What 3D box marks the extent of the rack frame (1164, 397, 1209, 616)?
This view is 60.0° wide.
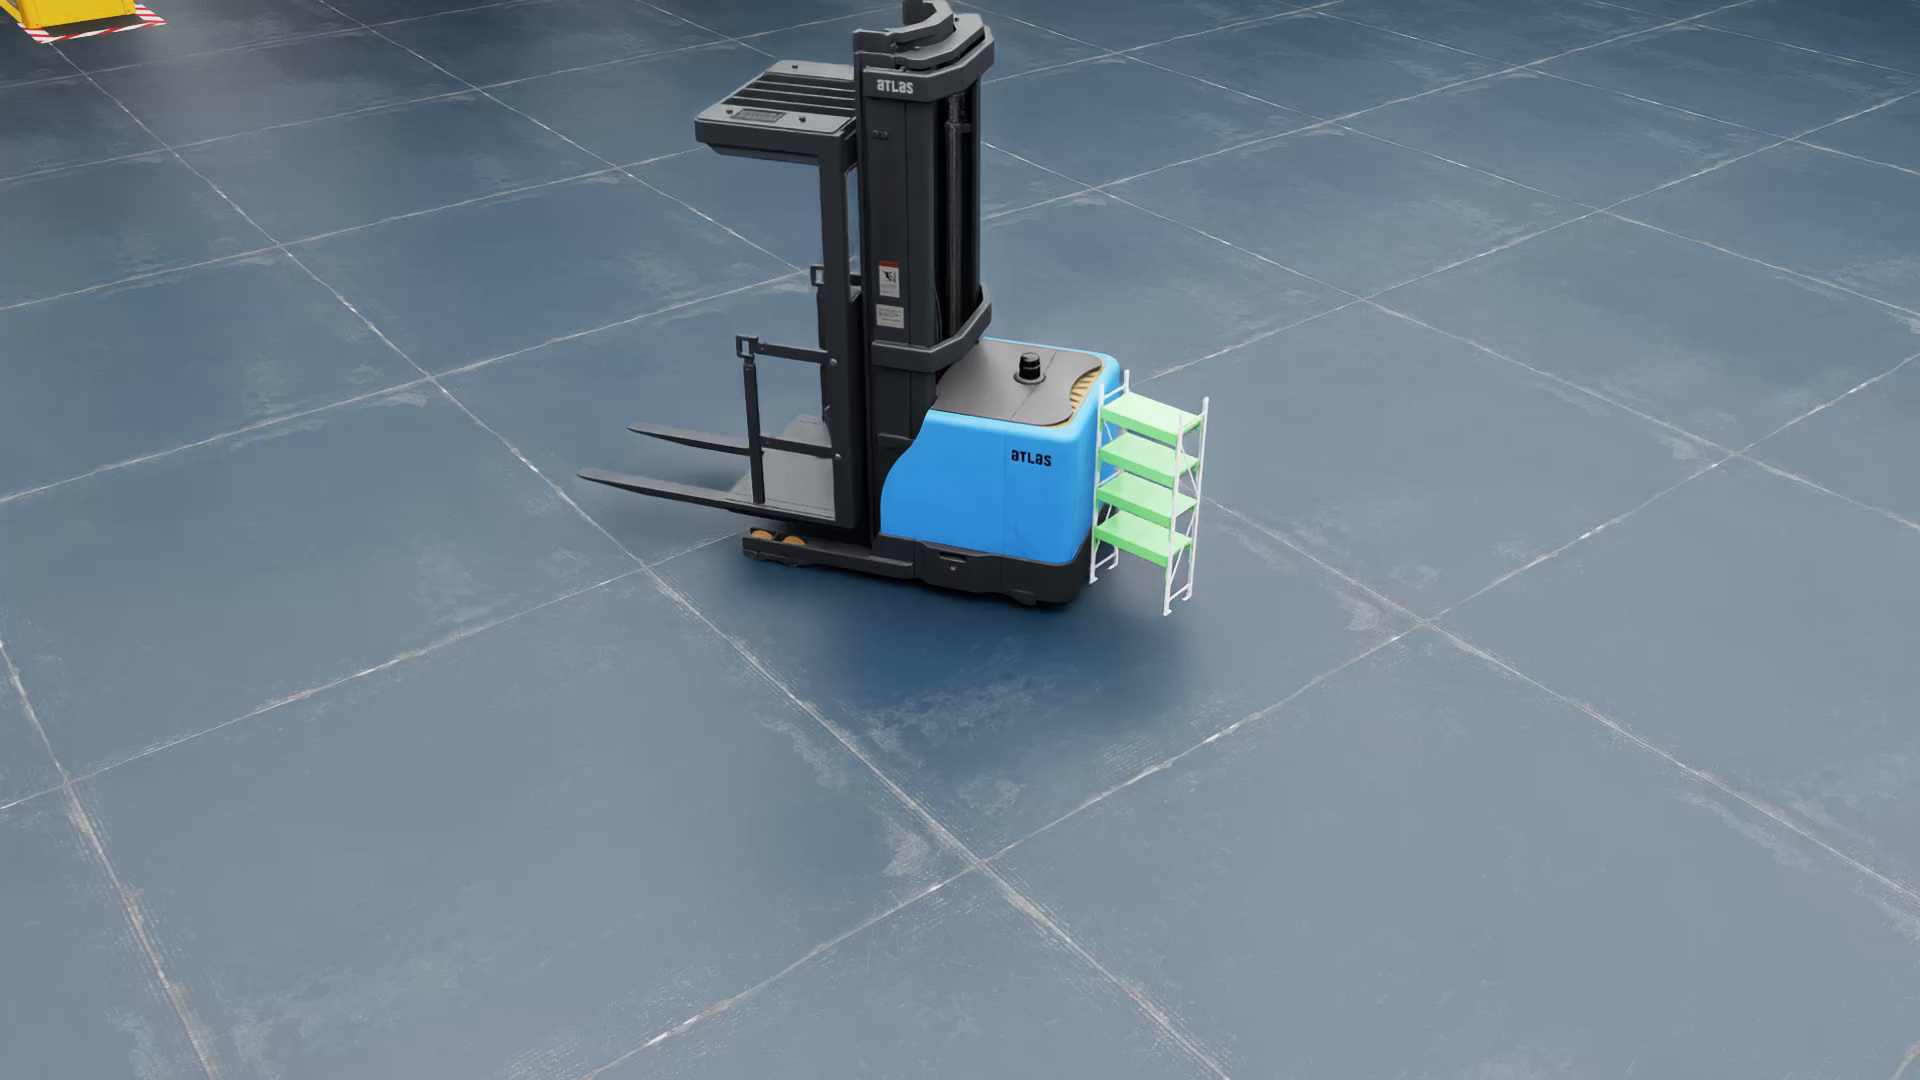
[{"bbox_3d":[1.165,-0.157,8.593,0.015,1.200,0.240,24,39,33],"label":"rack frame"}]

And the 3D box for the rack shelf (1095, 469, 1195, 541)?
[{"bbox_3d":[0.980,-0.187,8.761,0.480,0.148,0.258,24,39,33],"label":"rack shelf"}]

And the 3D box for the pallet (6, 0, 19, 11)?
[{"bbox_3d":[-10.630,-6.444,19.653,1.003,0.211,1.213,-22,38,-31],"label":"pallet"}]

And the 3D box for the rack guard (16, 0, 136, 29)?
[{"bbox_3d":[-10.136,-6.227,19.029,1.175,0.500,0.348,-22,38,-31],"label":"rack guard"}]

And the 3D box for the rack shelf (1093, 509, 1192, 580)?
[{"bbox_3d":[0.980,0.017,8.888,0.480,0.148,0.258,24,39,33],"label":"rack shelf"}]

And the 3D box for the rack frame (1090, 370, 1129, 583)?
[{"bbox_3d":[0.794,-0.324,8.862,0.015,1.200,0.240,24,39,33],"label":"rack frame"}]

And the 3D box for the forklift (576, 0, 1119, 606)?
[{"bbox_3d":[-0.692,-1.350,8.872,3.031,2.935,1.130,10,33,16],"label":"forklift"}]

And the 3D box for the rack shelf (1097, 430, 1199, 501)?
[{"bbox_3d":[0.980,-0.391,8.635,0.480,0.148,0.258,24,39,33],"label":"rack shelf"}]

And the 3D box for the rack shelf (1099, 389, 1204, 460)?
[{"bbox_3d":[0.980,-0.594,8.508,0.480,0.148,0.258,24,39,33],"label":"rack shelf"}]

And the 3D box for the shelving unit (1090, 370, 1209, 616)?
[{"bbox_3d":[0.980,-0.241,8.728,0.503,1.200,0.258,24,39,33],"label":"shelving unit"}]
